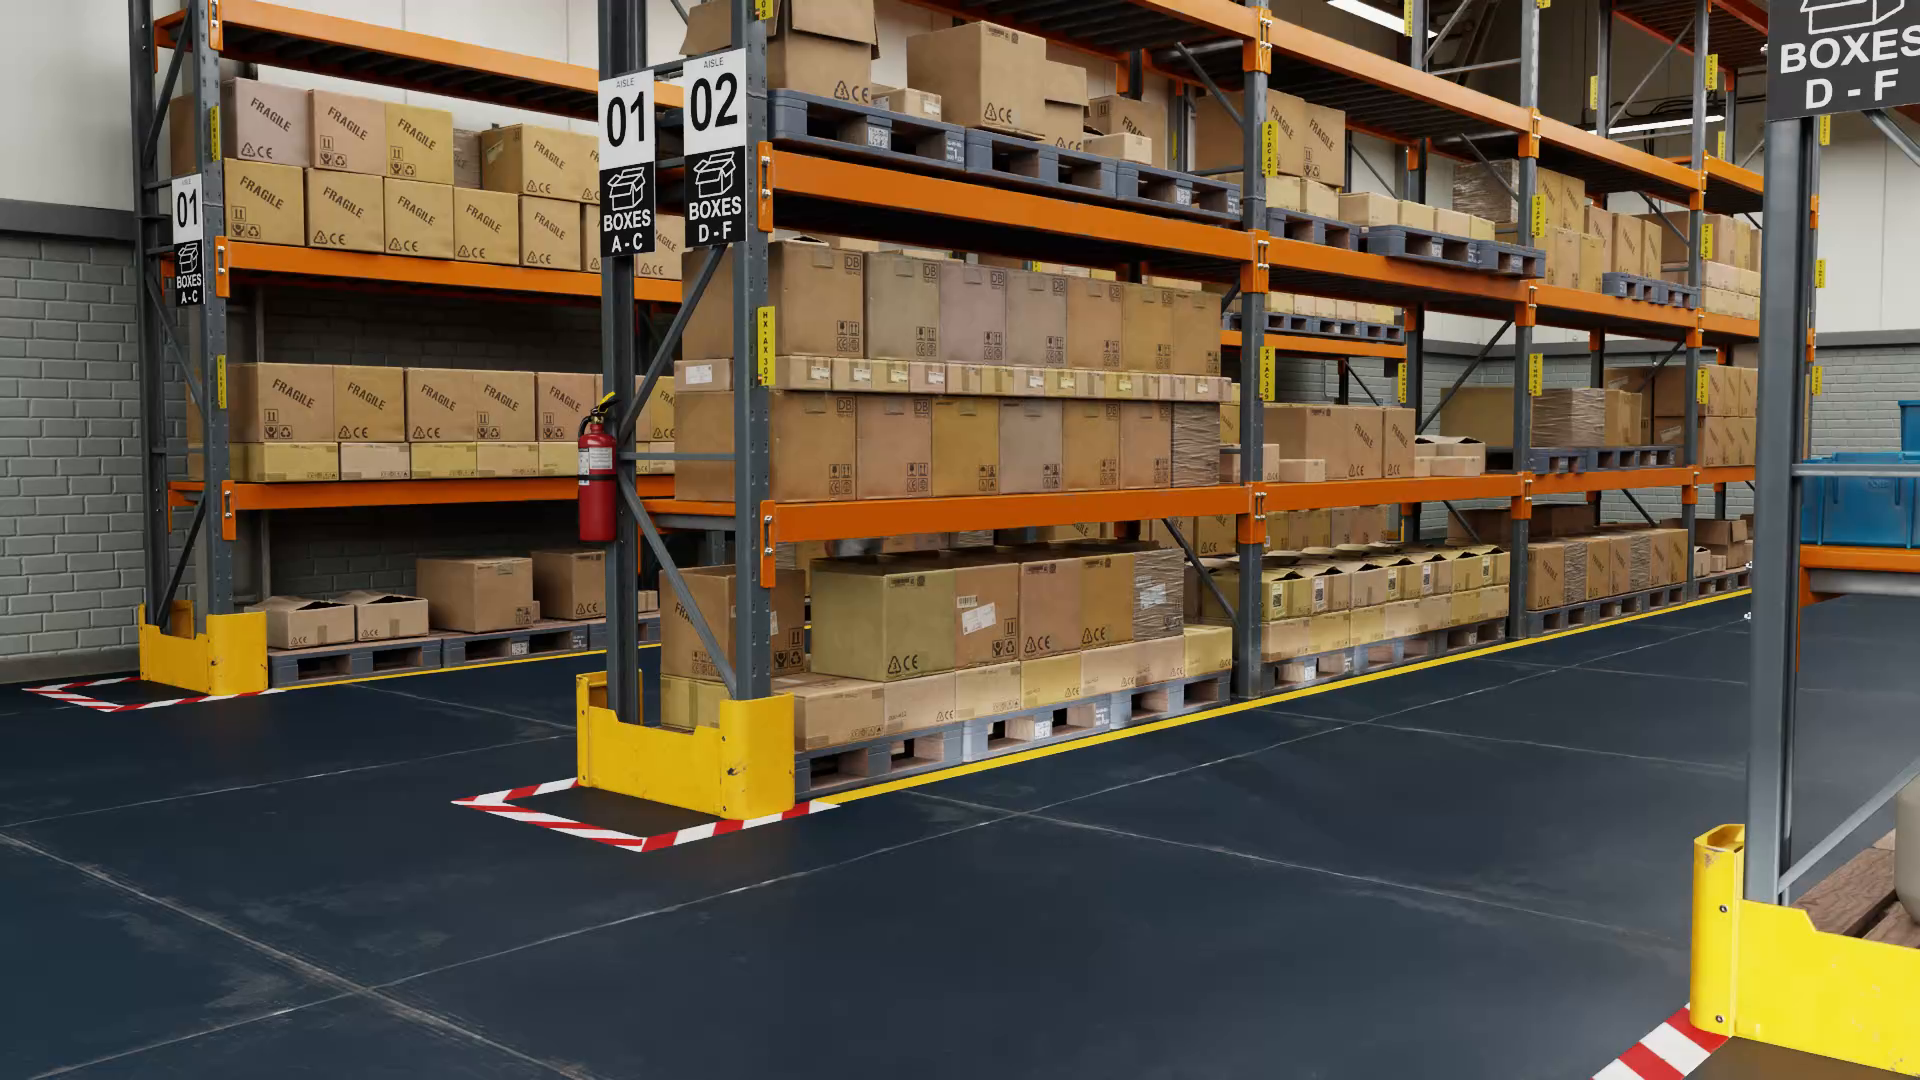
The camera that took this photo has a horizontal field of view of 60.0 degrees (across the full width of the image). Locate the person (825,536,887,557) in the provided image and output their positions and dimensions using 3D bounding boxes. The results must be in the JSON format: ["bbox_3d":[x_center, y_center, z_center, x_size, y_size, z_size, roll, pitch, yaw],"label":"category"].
[{"bbox_3d":[-0.771,-0.048,12.372,0.457,1.760,0.635,3,4,38],"label":"person"}]
